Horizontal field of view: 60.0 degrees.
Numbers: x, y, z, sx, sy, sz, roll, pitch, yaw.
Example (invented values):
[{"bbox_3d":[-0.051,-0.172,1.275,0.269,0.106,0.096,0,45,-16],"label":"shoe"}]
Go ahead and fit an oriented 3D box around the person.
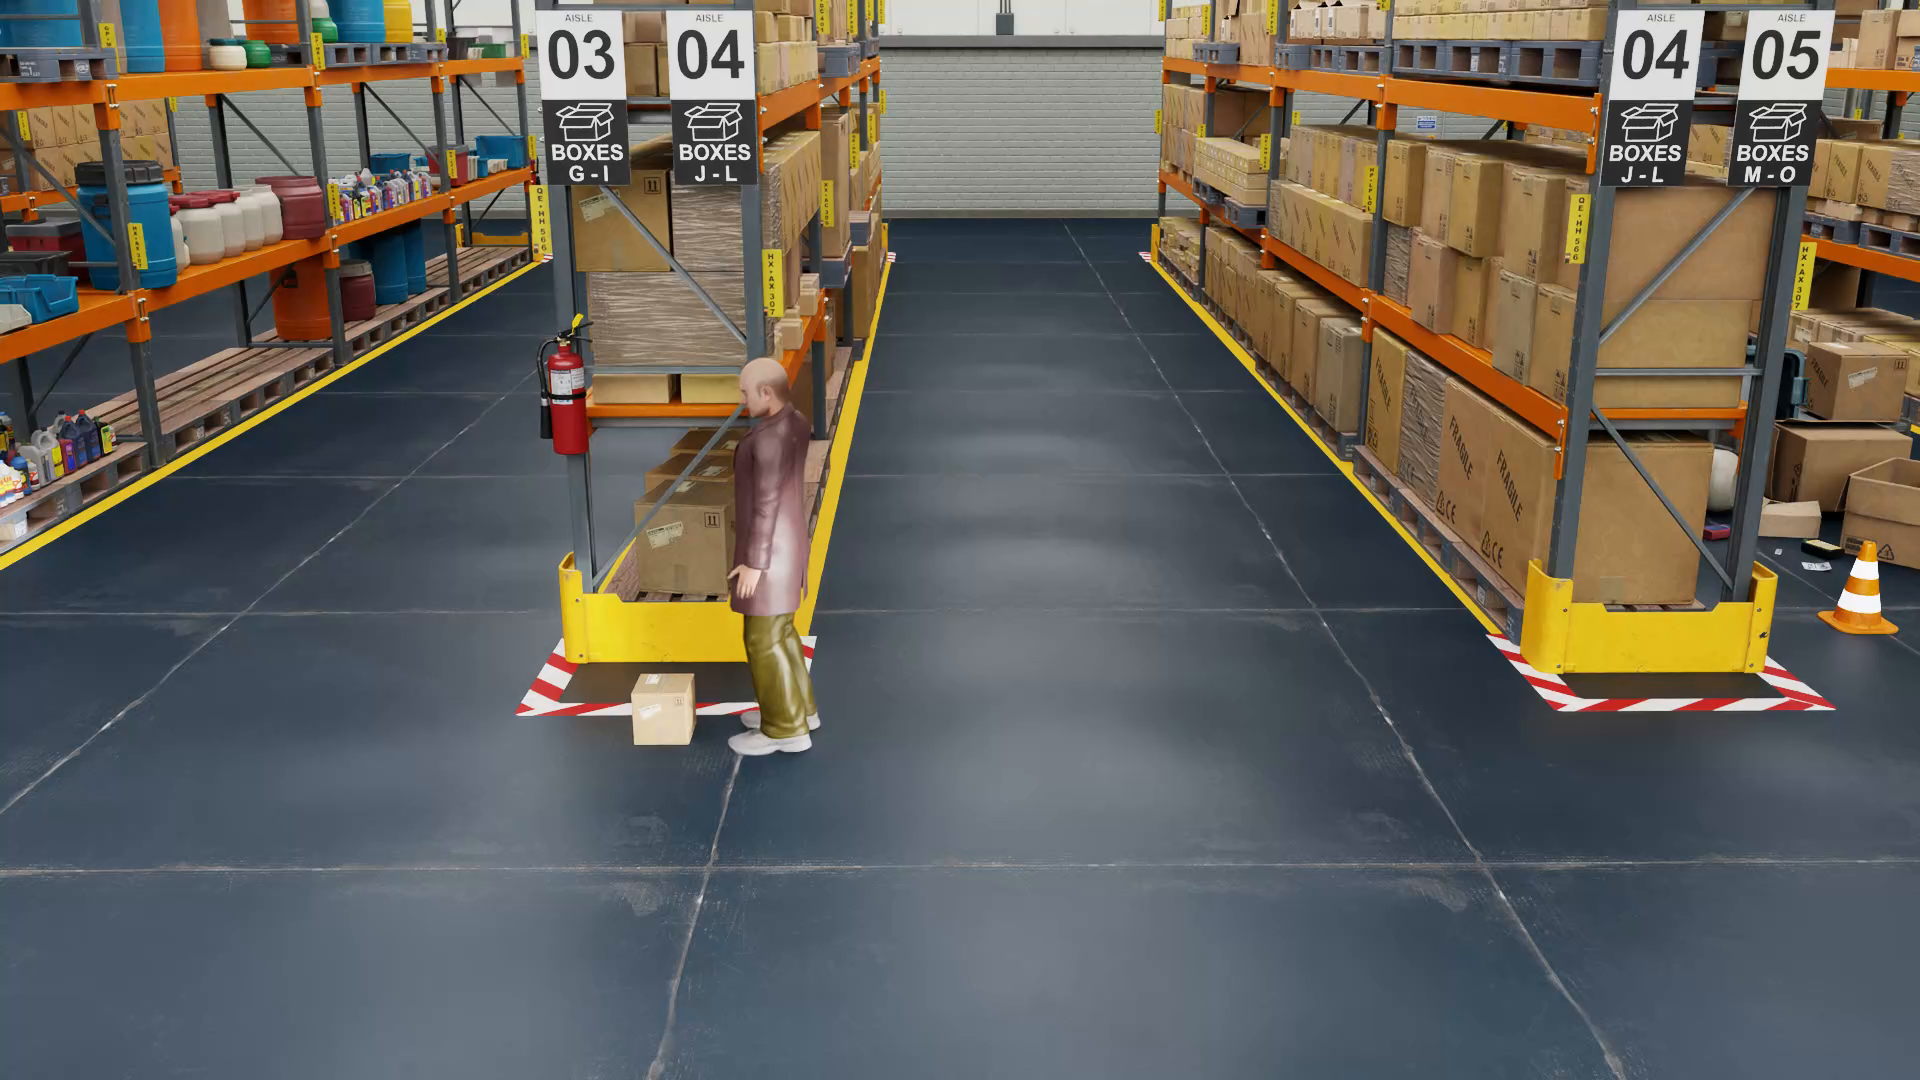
[{"bbox_3d":[-0.865,0.165,7.376,0.588,1.582,0.622,1,17,4],"label":"person"}]
